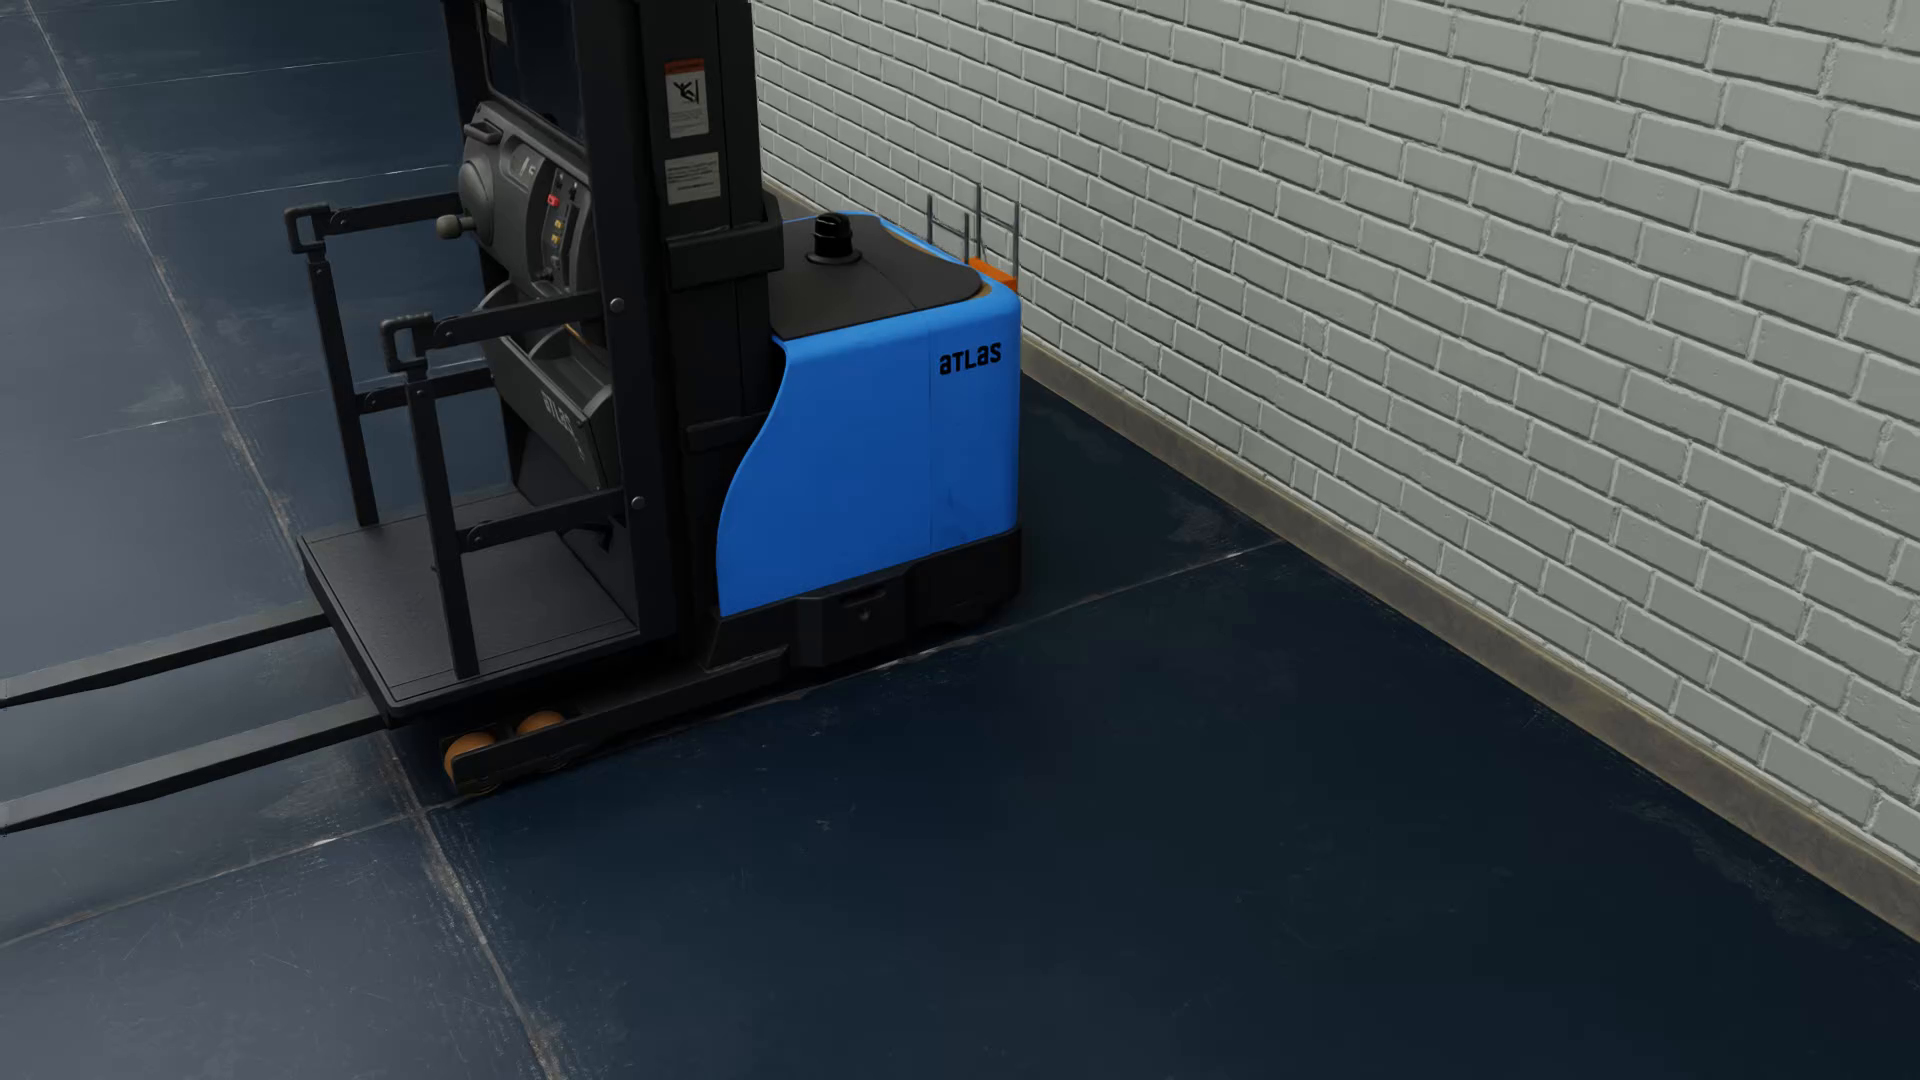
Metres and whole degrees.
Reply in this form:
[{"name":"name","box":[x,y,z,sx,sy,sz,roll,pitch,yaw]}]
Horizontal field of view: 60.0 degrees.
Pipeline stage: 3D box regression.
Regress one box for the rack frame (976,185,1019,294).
[{"name":"rack frame","box":[0.118,-0.562,5.527,0.006,1.200,0.240,-17,33,-28]}]

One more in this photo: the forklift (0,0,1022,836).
[{"name":"forklift","box":[-1.328,-0.885,4.320,3.031,2.935,1.130,-17,33,-28]}]

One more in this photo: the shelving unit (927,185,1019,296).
[{"name":"shelving unit","box":[0.040,-0.539,5.484,0.189,1.200,0.258,-17,33,-28]}]

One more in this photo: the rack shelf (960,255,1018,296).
[{"name":"rack shelf","box":[0.040,-0.815,5.332,0.180,0.103,0.258,-17,33,-28]}]

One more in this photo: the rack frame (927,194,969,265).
[{"name":"rack frame","box":[-0.038,-0.515,5.442,0.006,1.200,0.240,-17,33,-28]}]
